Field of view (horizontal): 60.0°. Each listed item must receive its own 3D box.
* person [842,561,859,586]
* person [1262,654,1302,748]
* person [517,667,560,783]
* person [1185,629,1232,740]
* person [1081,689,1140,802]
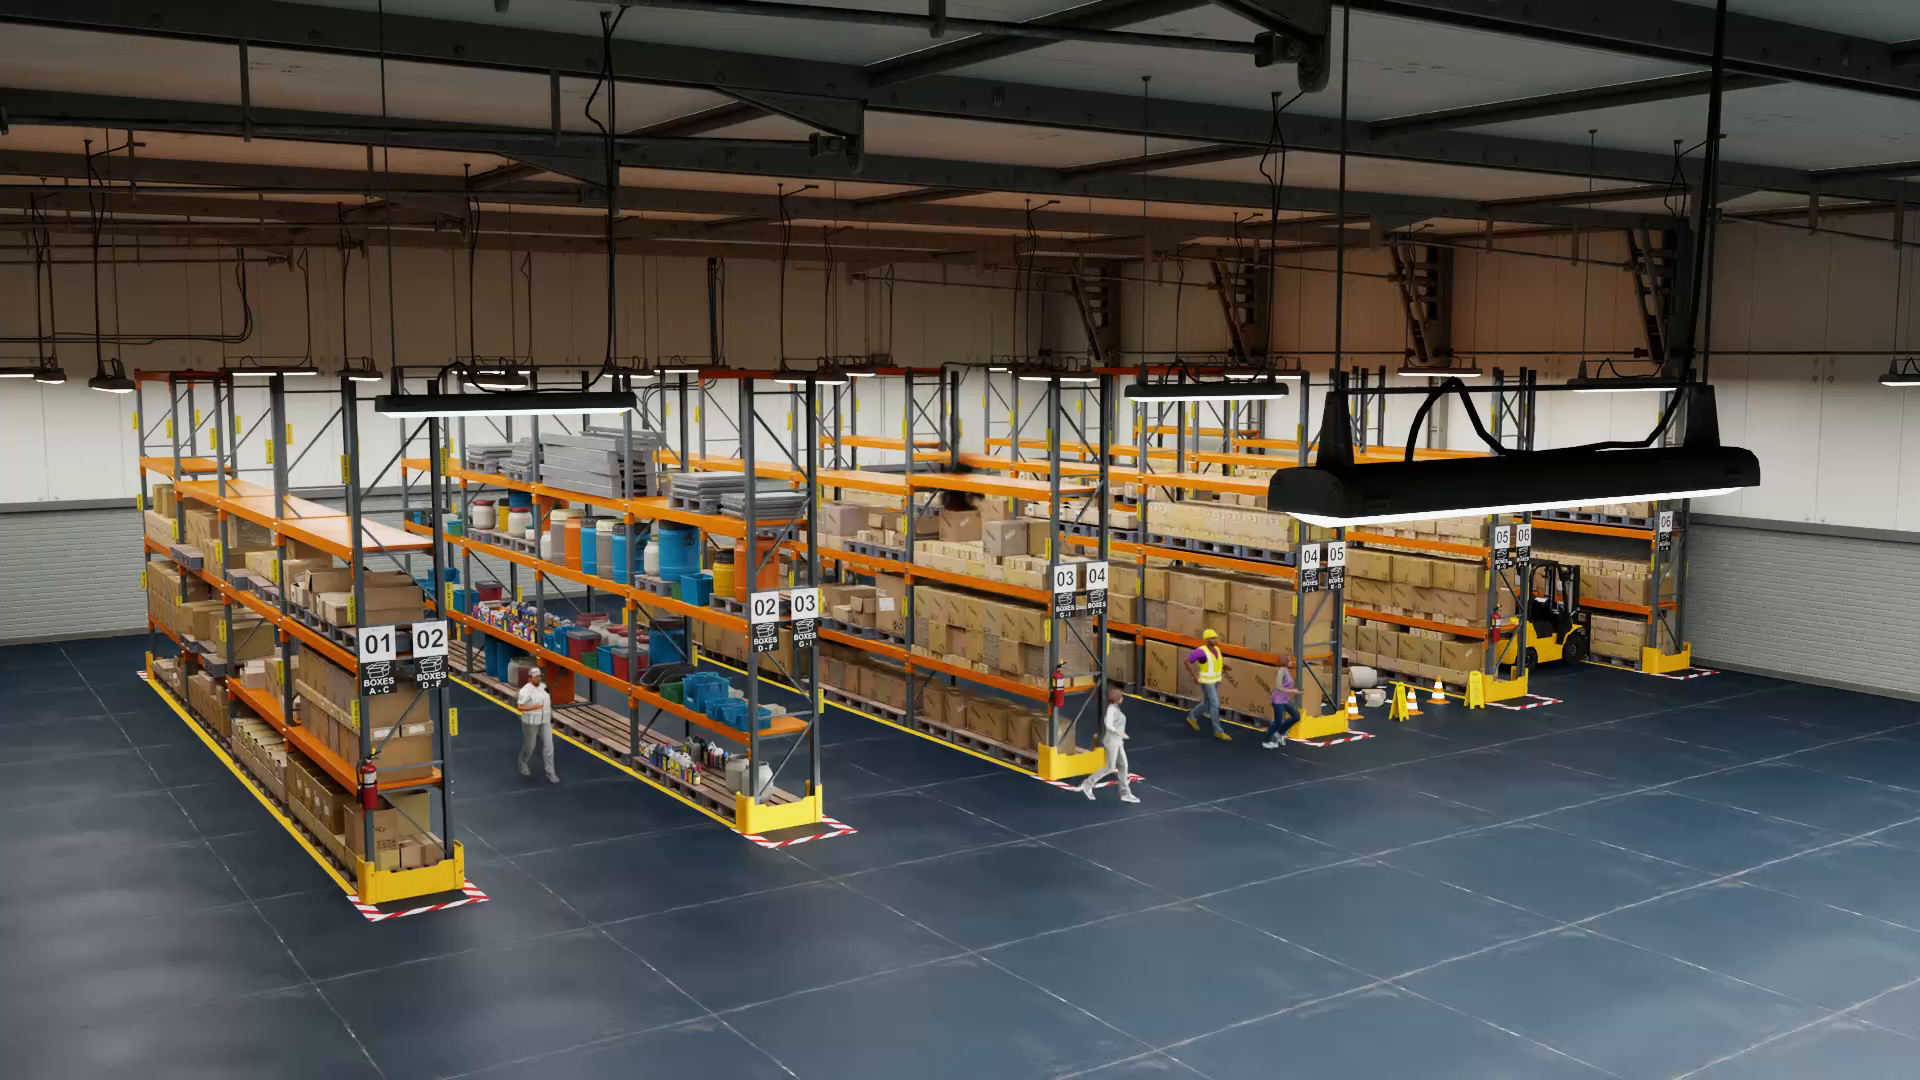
[{"bbox_3d":[-2.479,1.298,37.055,0.672,1.670,0.792,-4,7,-29],"label":"person"},{"bbox_3d":[5.142,2.566,26.477,0.664,1.548,0.560,4,7,29],"label":"person"},{"bbox_3d":[-6.252,2.709,24.562,0.602,1.654,0.913,-6,9,-42],"label":"person"},{"bbox_3d":[4.101,2.341,27.313,0.961,1.765,0.705,6,9,42],"label":"person"},{"bbox_3d":[2.159,2.884,23.514,0.825,1.568,0.613,1,7,12],"label":"person"}]
